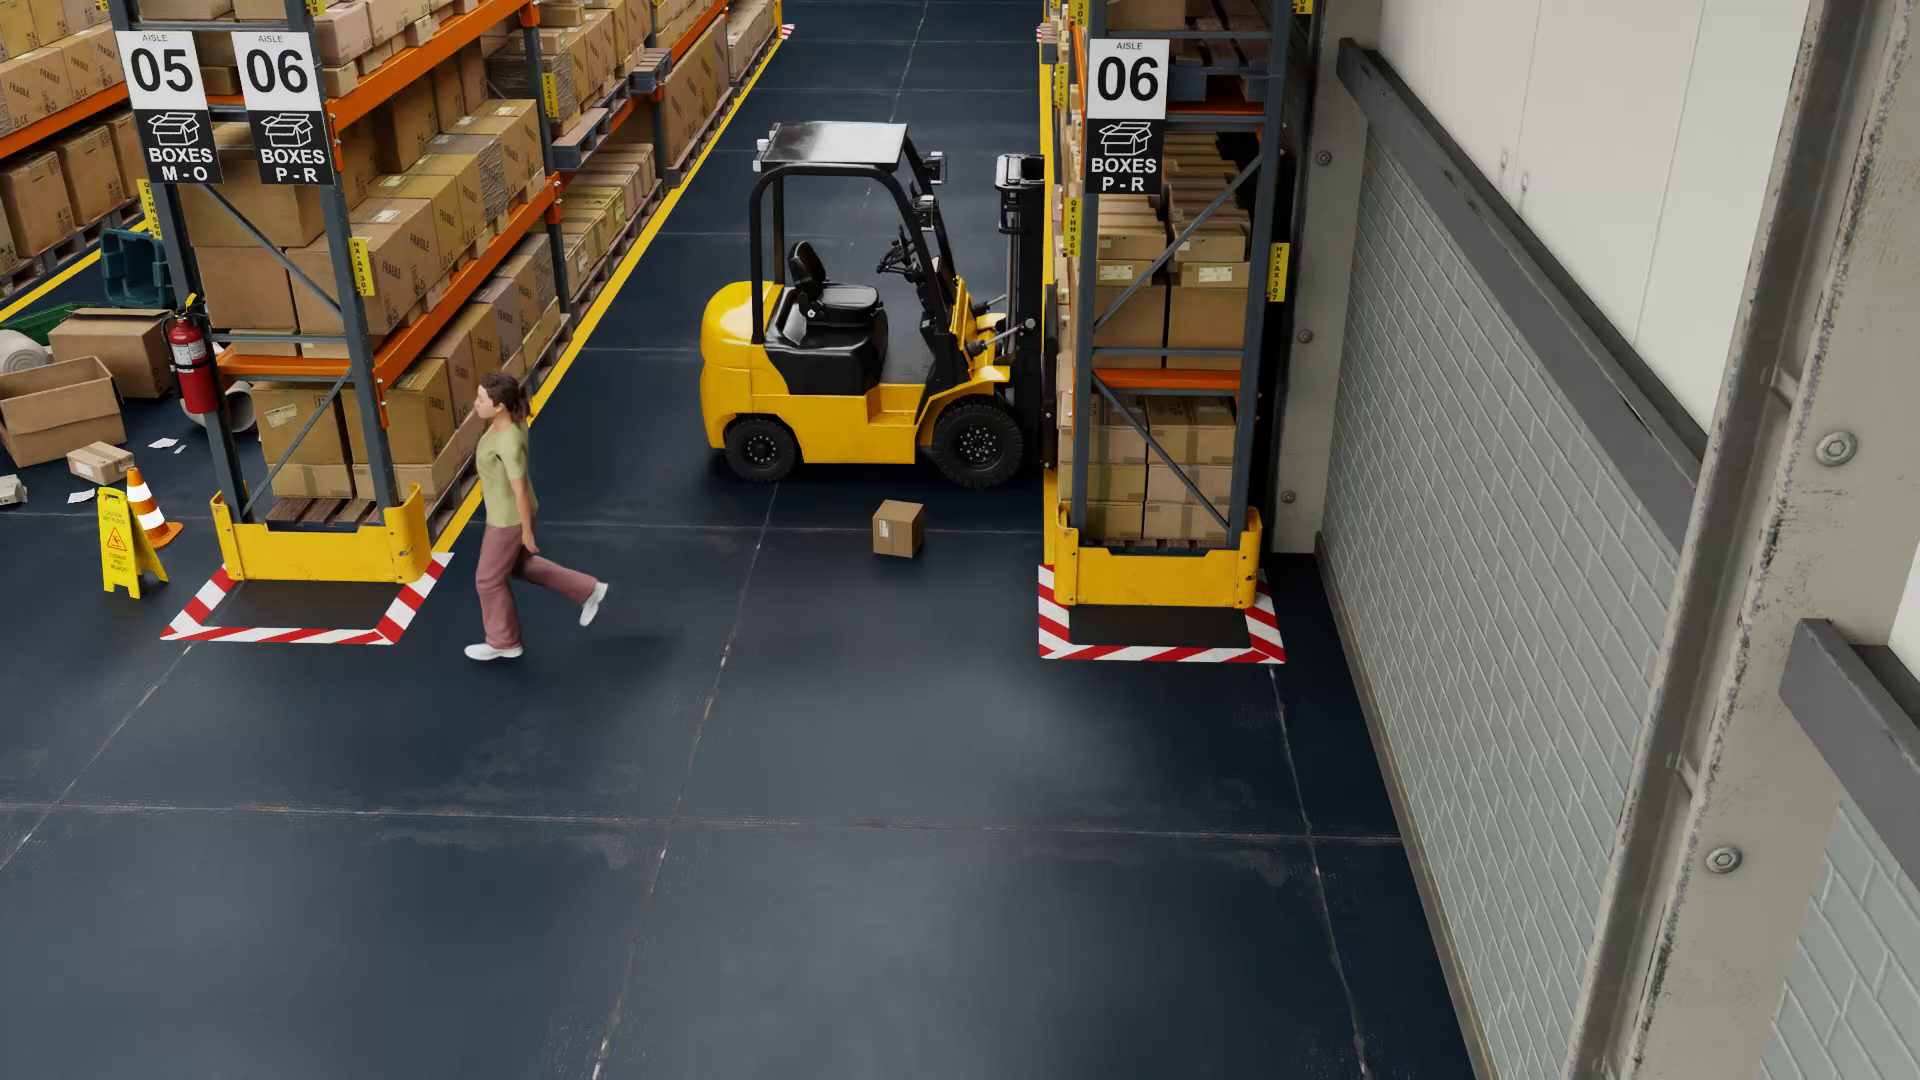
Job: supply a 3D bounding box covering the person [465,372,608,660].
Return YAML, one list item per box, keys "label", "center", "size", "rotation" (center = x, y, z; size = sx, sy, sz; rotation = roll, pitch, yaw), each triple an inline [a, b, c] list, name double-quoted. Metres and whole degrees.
- label: "person"
  center: [-2.326, -0.129, 8.835]
  size: [0.790, 1.644, 0.443]
  rotation: [-4, 28, -7]
